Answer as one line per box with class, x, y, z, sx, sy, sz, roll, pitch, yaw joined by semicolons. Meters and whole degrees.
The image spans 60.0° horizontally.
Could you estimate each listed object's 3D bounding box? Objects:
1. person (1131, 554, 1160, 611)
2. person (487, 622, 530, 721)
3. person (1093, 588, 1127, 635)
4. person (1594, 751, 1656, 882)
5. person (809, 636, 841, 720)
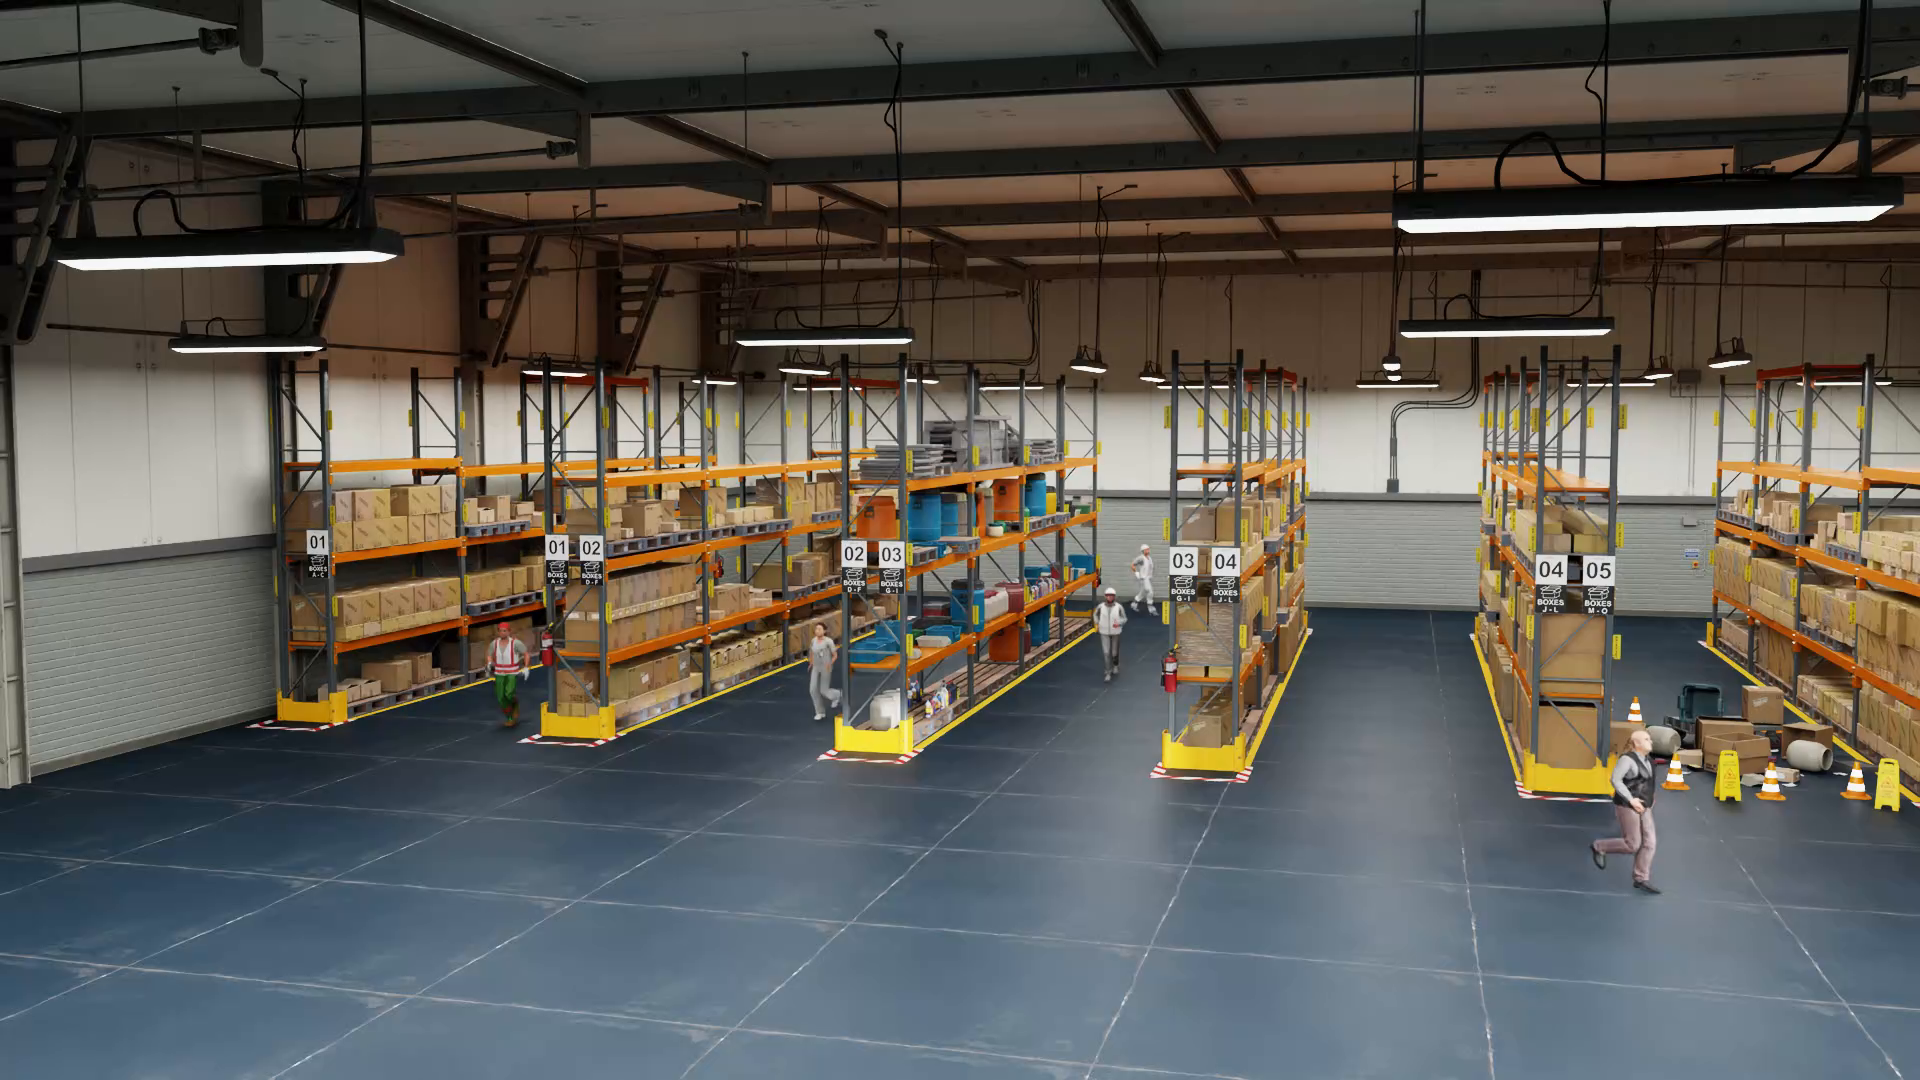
person;4.697;1.089;42.609;0.818;1.452;0.545;2;5;31
person;-7.402;2.165;27.103;0.670;1.662;0.535;0;4;6
person;2.888;1.372;32.071;0.665;0.889;0.521;1;4;9
person;7.203;2.959;17.936;0.448;1.409;0.636;-3;5;-40
person;-2.300;2.210;28.008;0.525;1.191;0.662;2;4;24
